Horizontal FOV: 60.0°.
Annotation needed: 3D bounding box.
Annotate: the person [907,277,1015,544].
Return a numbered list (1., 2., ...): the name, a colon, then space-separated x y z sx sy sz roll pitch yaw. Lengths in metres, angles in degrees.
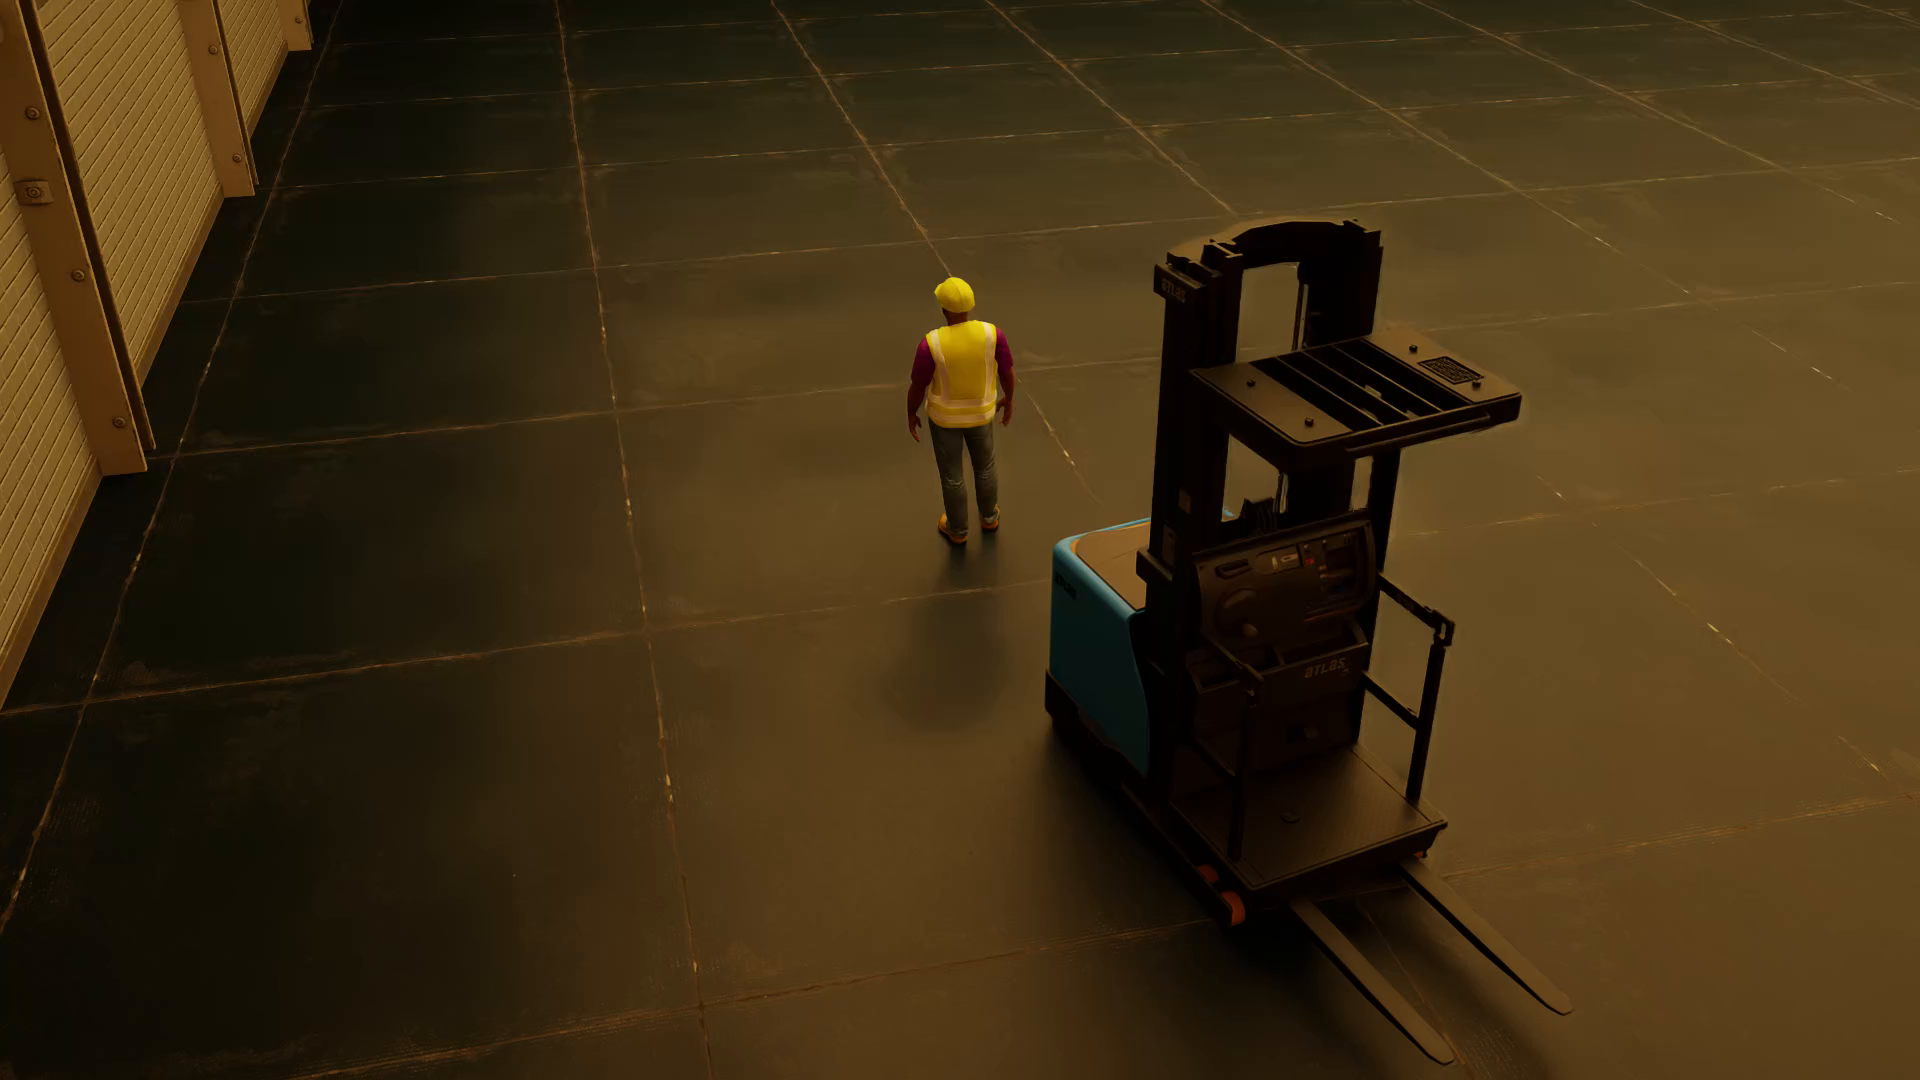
1. person: -0.012 -0.805 10.114 0.666 1.768 0.575 -7 31 -12

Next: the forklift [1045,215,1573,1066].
1. forklift: 1.540 0.223 7.189 1.130 2.935 3.031 -13 33 -22
